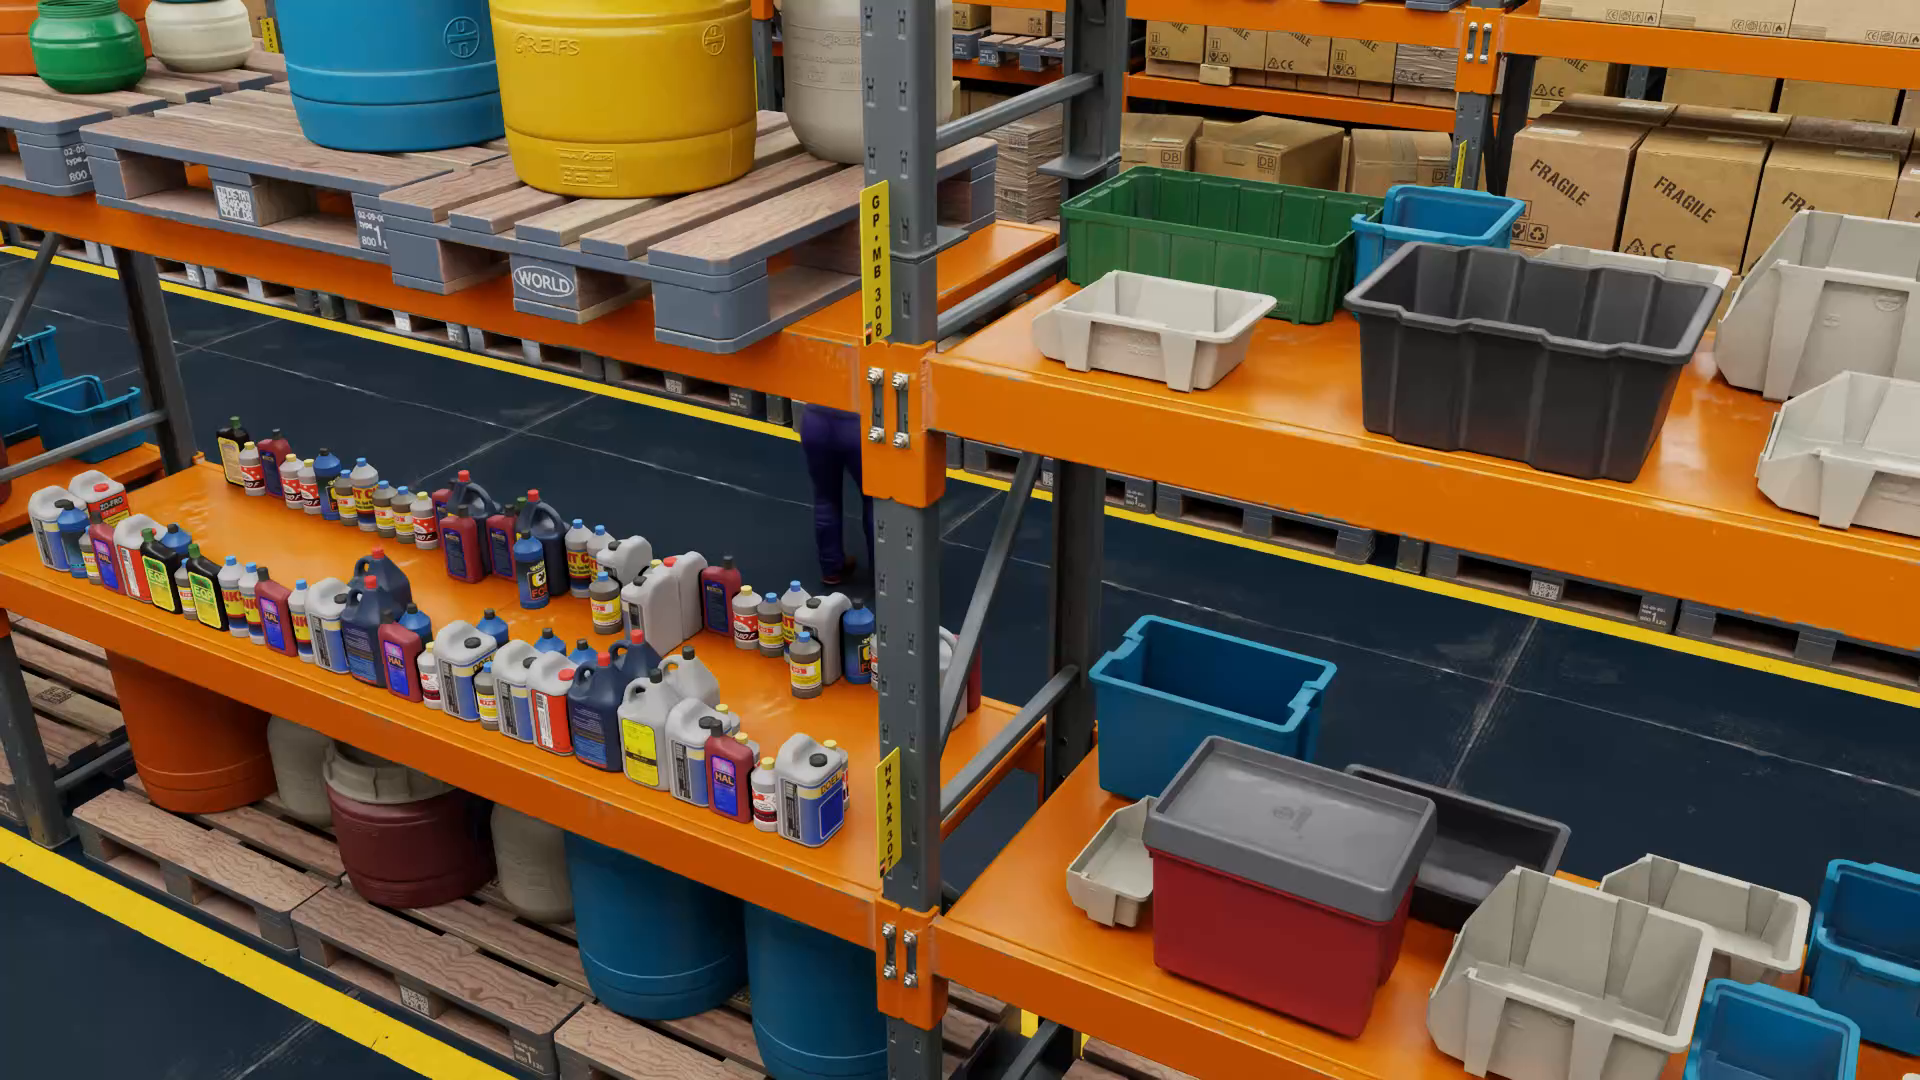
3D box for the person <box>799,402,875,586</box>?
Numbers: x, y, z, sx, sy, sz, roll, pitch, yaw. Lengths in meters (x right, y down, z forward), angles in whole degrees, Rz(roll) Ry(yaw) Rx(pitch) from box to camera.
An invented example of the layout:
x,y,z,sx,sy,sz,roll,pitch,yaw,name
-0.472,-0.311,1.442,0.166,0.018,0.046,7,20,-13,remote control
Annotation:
x,y,z,sx,sy,sz,roll,pitch,yaw,name
-0.541,-0.539,8.200,0.532,1.651,0.474,9,28,17,person
